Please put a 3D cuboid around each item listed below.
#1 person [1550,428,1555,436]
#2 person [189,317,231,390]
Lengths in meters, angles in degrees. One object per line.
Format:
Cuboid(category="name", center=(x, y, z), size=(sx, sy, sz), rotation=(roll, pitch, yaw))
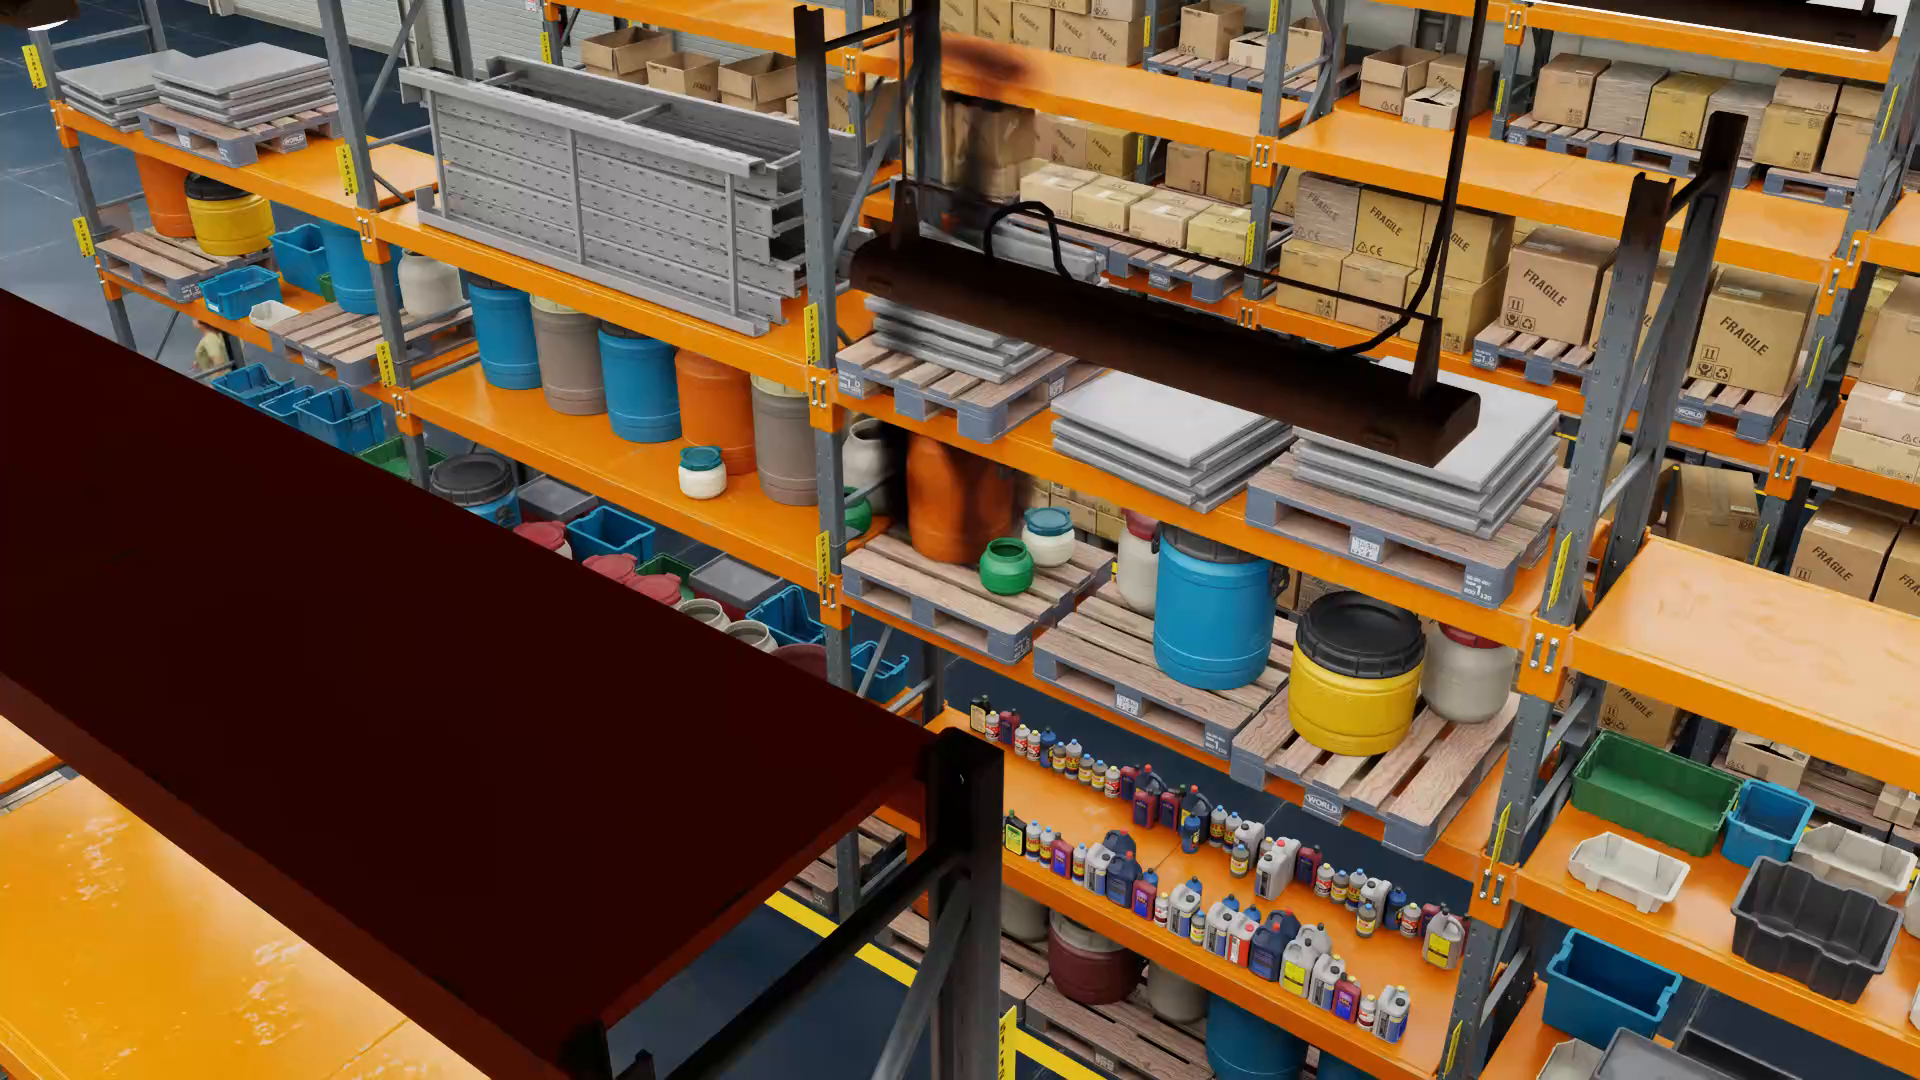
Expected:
Cuboid(category="person", center=(5.268, -0.855, 15.044), size=(1.025, 1.734, 0.702), rotation=(22, 38, 32))
Cuboid(category="person", center=(-7.220, -1.506, 16.159), size=(0.552, 1.629, 0.616), rotation=(0, 31, 0))
